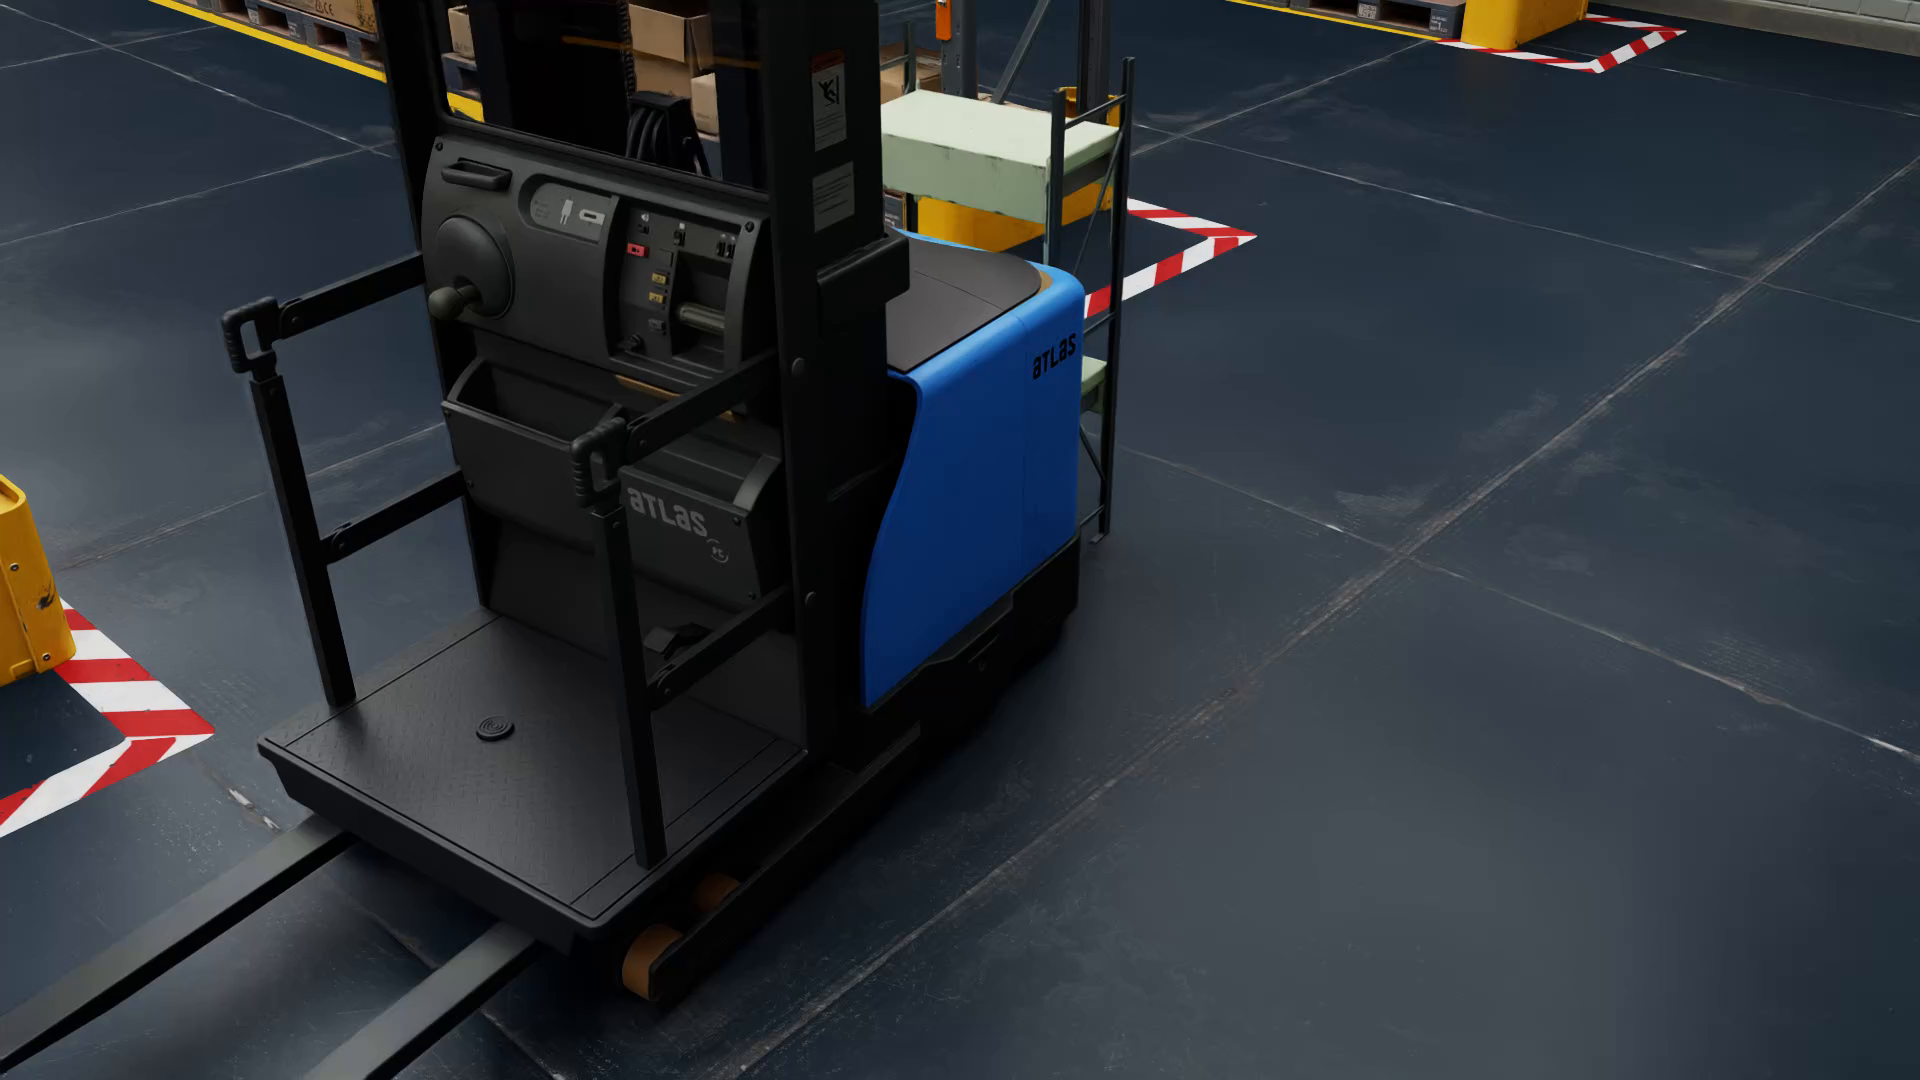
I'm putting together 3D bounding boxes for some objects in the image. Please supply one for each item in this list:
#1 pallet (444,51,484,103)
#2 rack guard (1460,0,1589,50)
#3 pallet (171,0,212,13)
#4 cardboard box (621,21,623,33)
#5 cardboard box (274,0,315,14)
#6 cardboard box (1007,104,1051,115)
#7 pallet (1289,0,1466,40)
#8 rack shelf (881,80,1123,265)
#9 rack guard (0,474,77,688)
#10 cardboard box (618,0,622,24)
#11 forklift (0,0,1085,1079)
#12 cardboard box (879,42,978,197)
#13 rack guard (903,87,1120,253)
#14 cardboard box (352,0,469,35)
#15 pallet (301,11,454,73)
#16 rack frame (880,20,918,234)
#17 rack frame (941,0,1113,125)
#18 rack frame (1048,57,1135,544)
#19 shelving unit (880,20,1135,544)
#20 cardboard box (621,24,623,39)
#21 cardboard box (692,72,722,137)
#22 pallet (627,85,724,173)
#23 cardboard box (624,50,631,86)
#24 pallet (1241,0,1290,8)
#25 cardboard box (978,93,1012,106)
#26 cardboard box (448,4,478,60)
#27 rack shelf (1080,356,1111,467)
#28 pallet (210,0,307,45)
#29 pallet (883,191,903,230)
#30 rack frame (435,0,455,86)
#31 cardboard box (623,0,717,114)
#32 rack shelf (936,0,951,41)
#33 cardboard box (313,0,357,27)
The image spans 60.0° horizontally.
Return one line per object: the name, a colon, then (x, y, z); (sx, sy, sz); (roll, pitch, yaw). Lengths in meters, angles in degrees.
pallet: (-2.156, -2.644, 9.438); (1.213, 0.211, 1.003); (25, 39, 35)
rack guard: (3.640, -3.509, 10.594); (0.348, 0.500, 1.175); (25, 39, 35)
pallet: (-5.103, -3.994, 11.679); (1.213, 0.211, 1.003); (25, 39, 35)
cardboard box: (-1.496, -2.765, 9.115); (0.500, 0.311, 0.500); (25, 39, 35)
cardboard box: (-3.956, -3.604, 10.325); (0.500, 0.500, 0.500); (26, 39, 36)
cardboard box: (0.221, -1.936, 7.895); (0.250, 0.149, 0.380); (25, 39, 35)
pallet: (2.977, -3.640, 11.092); (1.213, 0.211, 1.003); (25, 39, 35)
rack shelf: (0.052, -1.025, 4.741); (0.720, 0.370, 0.431); (19, 36, 29)
rack guard: (-2.999, 0.275, 4.309); (0.348, 0.500, 1.175); (25, 39, 35)
cardboard box: (-2.052, -3.106, 9.498); (0.500, 0.500, 0.500); (25, 39, 35)
forklift: (-0.901, -0.539, 3.304); (1.130, 2.935, 3.031); (19, 36, 29)
cardboard box: (-0.268, -1.904, 7.502); (0.500, 0.500, 0.500); (25, 39, 35)
rack guard: (0.244, -1.648, 7.503); (0.348, 0.500, 1.175); (25, 39, 35)
cardboard box: (-3.223, -3.256, 9.747); (0.500, 0.500, 0.500); (25, 39, 35)
pallet: (-3.293, -3.149, 10.277); (1.213, 0.211, 1.003); (25, 39, 35)
rack frame: (-0.251, -0.796, 5.118); (0.023, 1.500, 0.400); (19, 36, 29)
rack frame: (0.301, -2.692, 6.814); (0.127, 3.000, 1.000); (25, 39, 35)
rack frame: (0.355, -0.585, 4.767); (0.023, 1.500, 0.400); (19, 36, 29)
shelving unit: (0.052, -0.691, 4.942); (0.755, 1.500, 0.431); (19, 36, 29)
cardboard box: (-1.734, -2.848, 9.411); (0.250, 0.149, 0.380); (25, 39, 35)
cardboard box: (-0.952, -2.137, 8.131); (0.500, 0.250, 0.500); (25, 39, 35)
pallet: (-1.248, -2.222, 8.736); (1.213, 0.211, 1.003); (25, 39, 35)
cardboard box: (-1.851, -2.528, 8.861); (0.250, 0.166, 0.380); (25, 39, 35)
pallet: (2.076, -4.062, 11.794); (1.213, 0.211, 1.003); (25, 39, 35)
cardboard box: (0.036, -2.030, 8.034); (0.250, 0.166, 0.380); (25, 39, 35)
cardboard box: (-2.499, -2.885, 9.315); (0.500, 0.311, 0.500); (25, 39, 35)
rack shelf: (0.052, -0.411, 5.110); (0.720, 0.370, 0.431); (19, 36, 29)
pallet: (-4.202, -3.571, 10.978); (1.213, 0.211, 1.003); (25, 39, 35)
pallet: (-0.347, -1.800, 8.035); (1.213, 0.211, 1.003); (25, 39, 35)
rack frame: (-2.665, -4.077, 9.114); (0.127, 3.000, 1.000); (25, 39, 35)
cardboard box: (-1.269, -2.548, 8.567); (0.637, 0.503, 0.797); (25, 39, 35)
rack shelf: (-1.182, -3.076, 8.150); (4.000, 0.370, 1.077); (25, 39, 35)
cardboard box: (-3.584, -3.430, 10.036); (0.500, 0.500, 0.500); (25, 39, 35)
